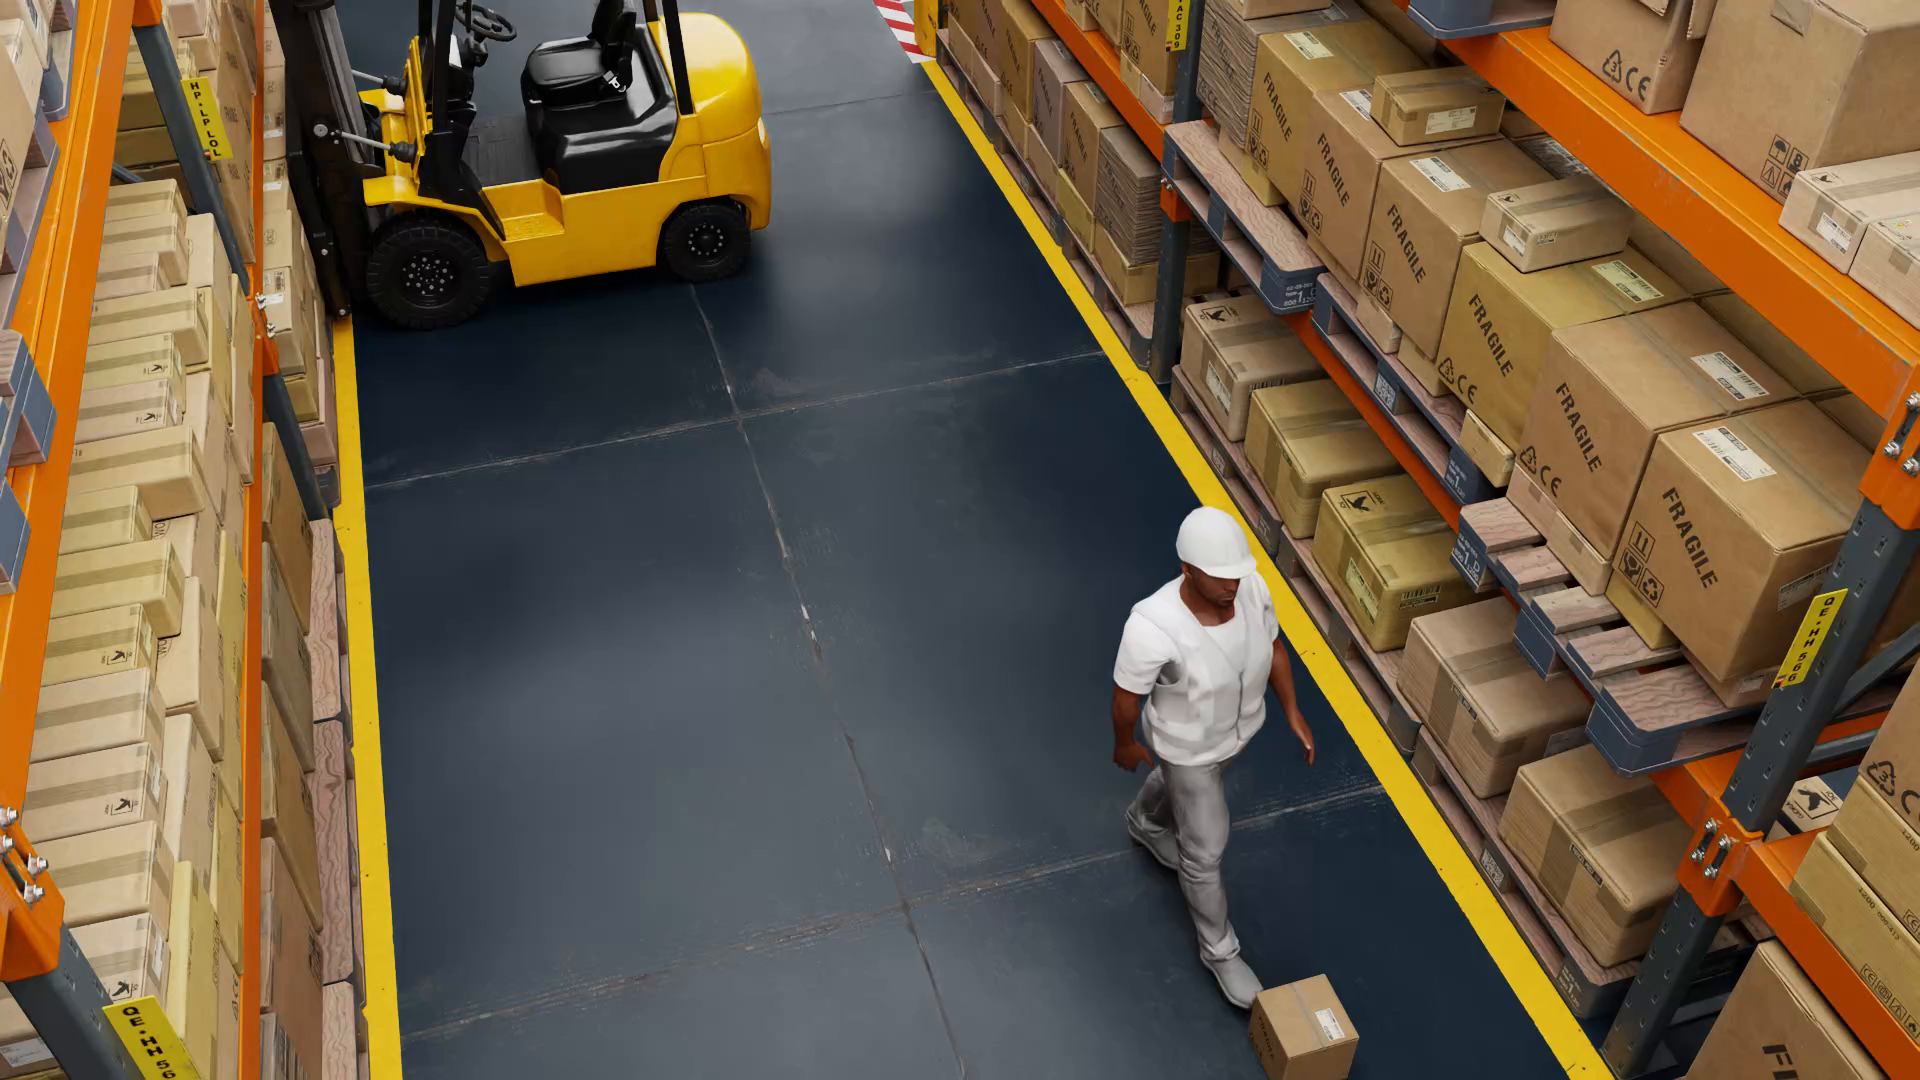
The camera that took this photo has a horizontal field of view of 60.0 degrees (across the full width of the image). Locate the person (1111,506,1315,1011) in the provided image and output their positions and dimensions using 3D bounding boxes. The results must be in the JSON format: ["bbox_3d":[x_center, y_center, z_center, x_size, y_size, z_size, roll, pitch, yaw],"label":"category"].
[{"bbox_3d":[0.873,0.664,5.380,0.575,1.725,0.872,-30,50,-29],"label":"person"}]
